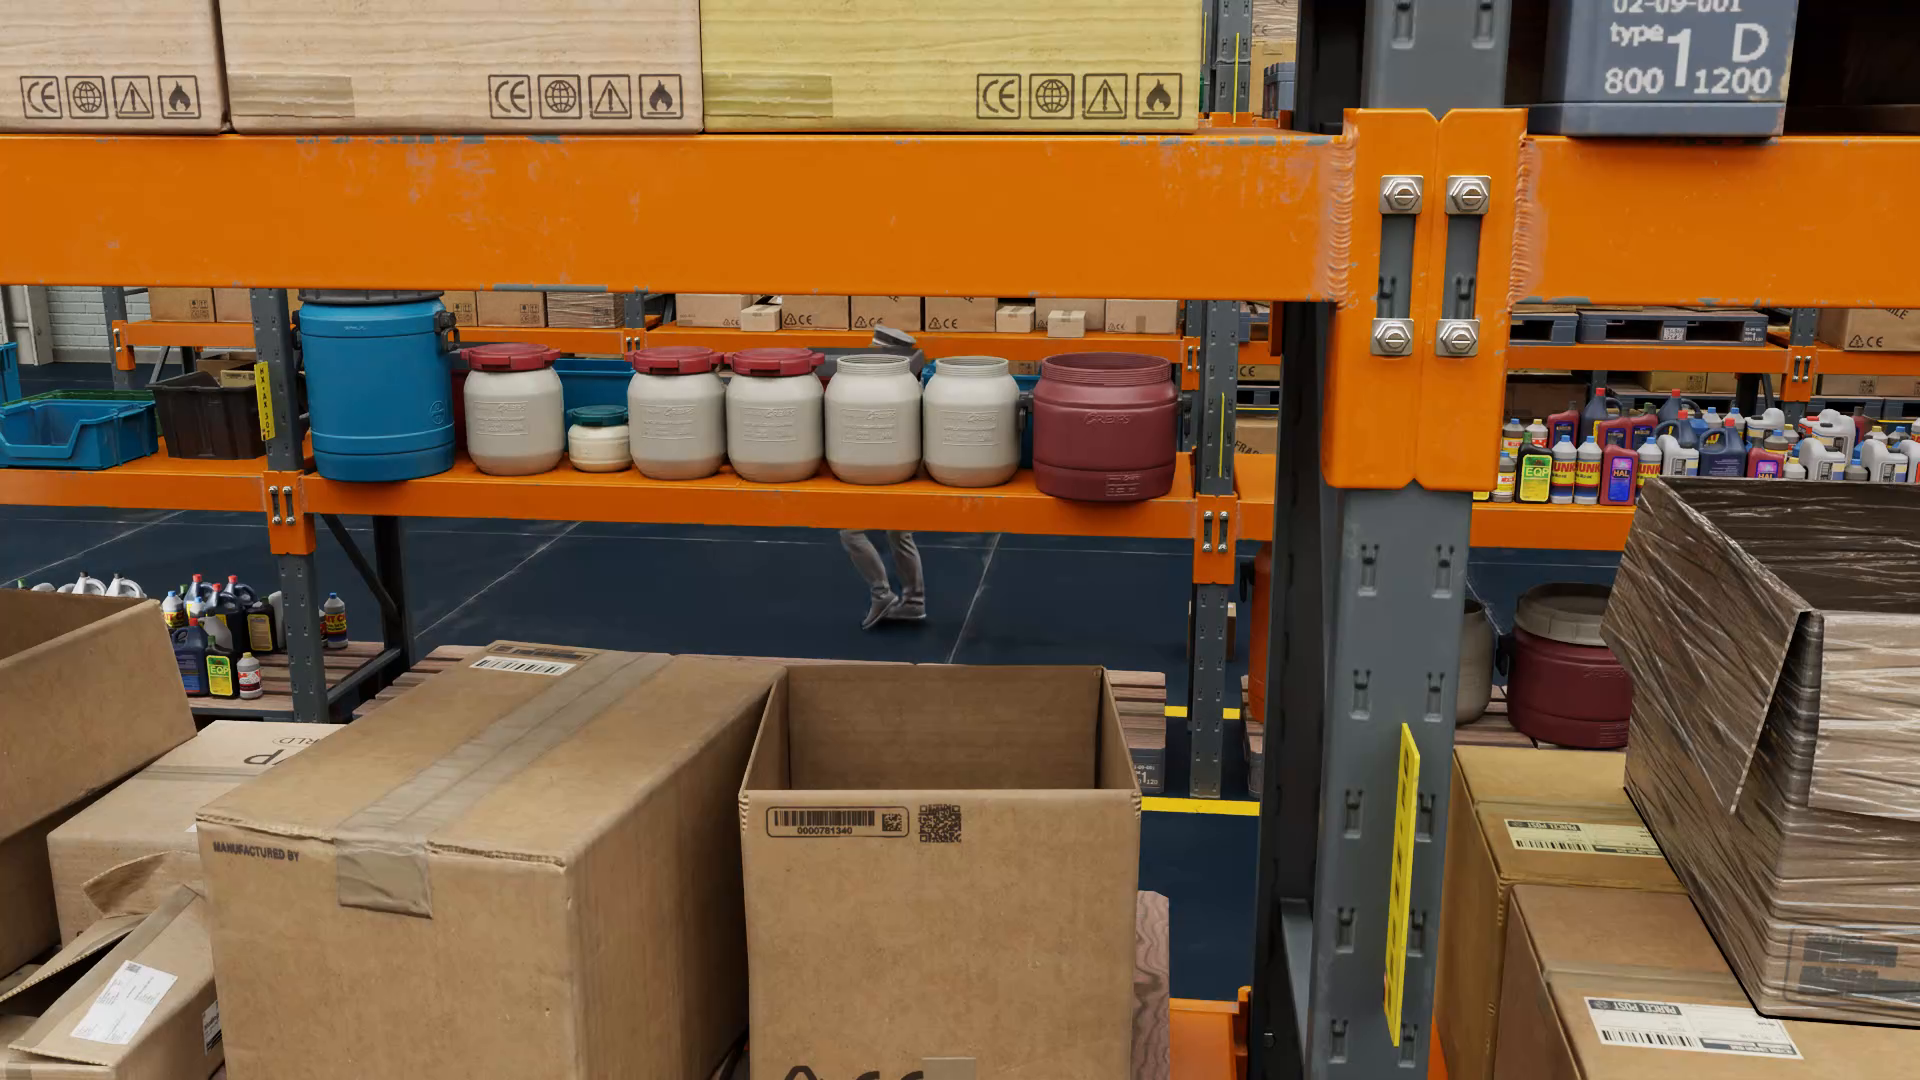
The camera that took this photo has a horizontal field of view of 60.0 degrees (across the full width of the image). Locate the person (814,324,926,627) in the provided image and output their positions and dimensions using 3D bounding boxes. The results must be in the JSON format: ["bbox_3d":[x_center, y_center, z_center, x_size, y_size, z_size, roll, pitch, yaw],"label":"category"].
[{"bbox_3d":[-0.499,-0.336,9.326,0.626,1.740,0.498,5,15,20],"label":"person"}]
